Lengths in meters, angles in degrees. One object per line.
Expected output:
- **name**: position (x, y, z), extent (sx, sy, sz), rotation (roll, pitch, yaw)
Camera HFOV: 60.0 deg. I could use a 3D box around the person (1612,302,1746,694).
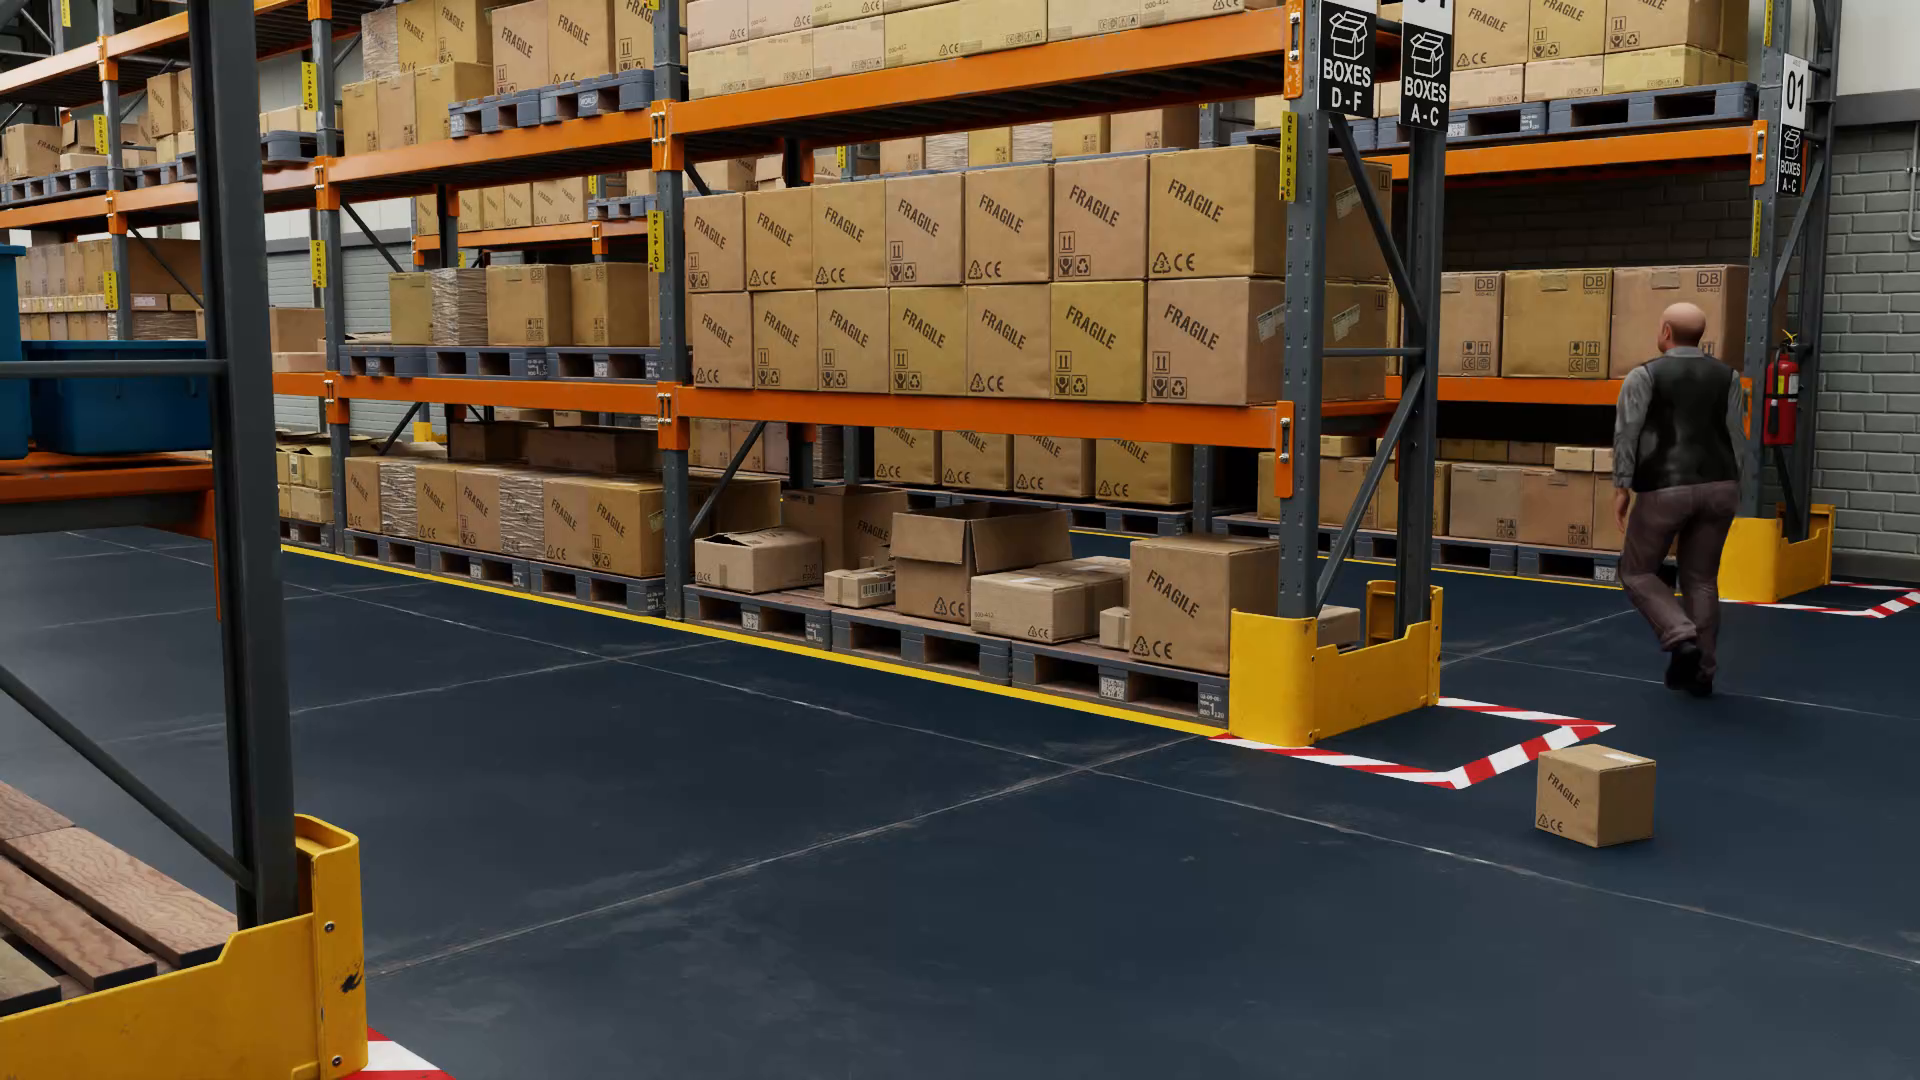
- **person**: position (3.142, -0.179, 7.252), extent (0.570, 1.703, 0.496), rotation (0, 7, 0)
